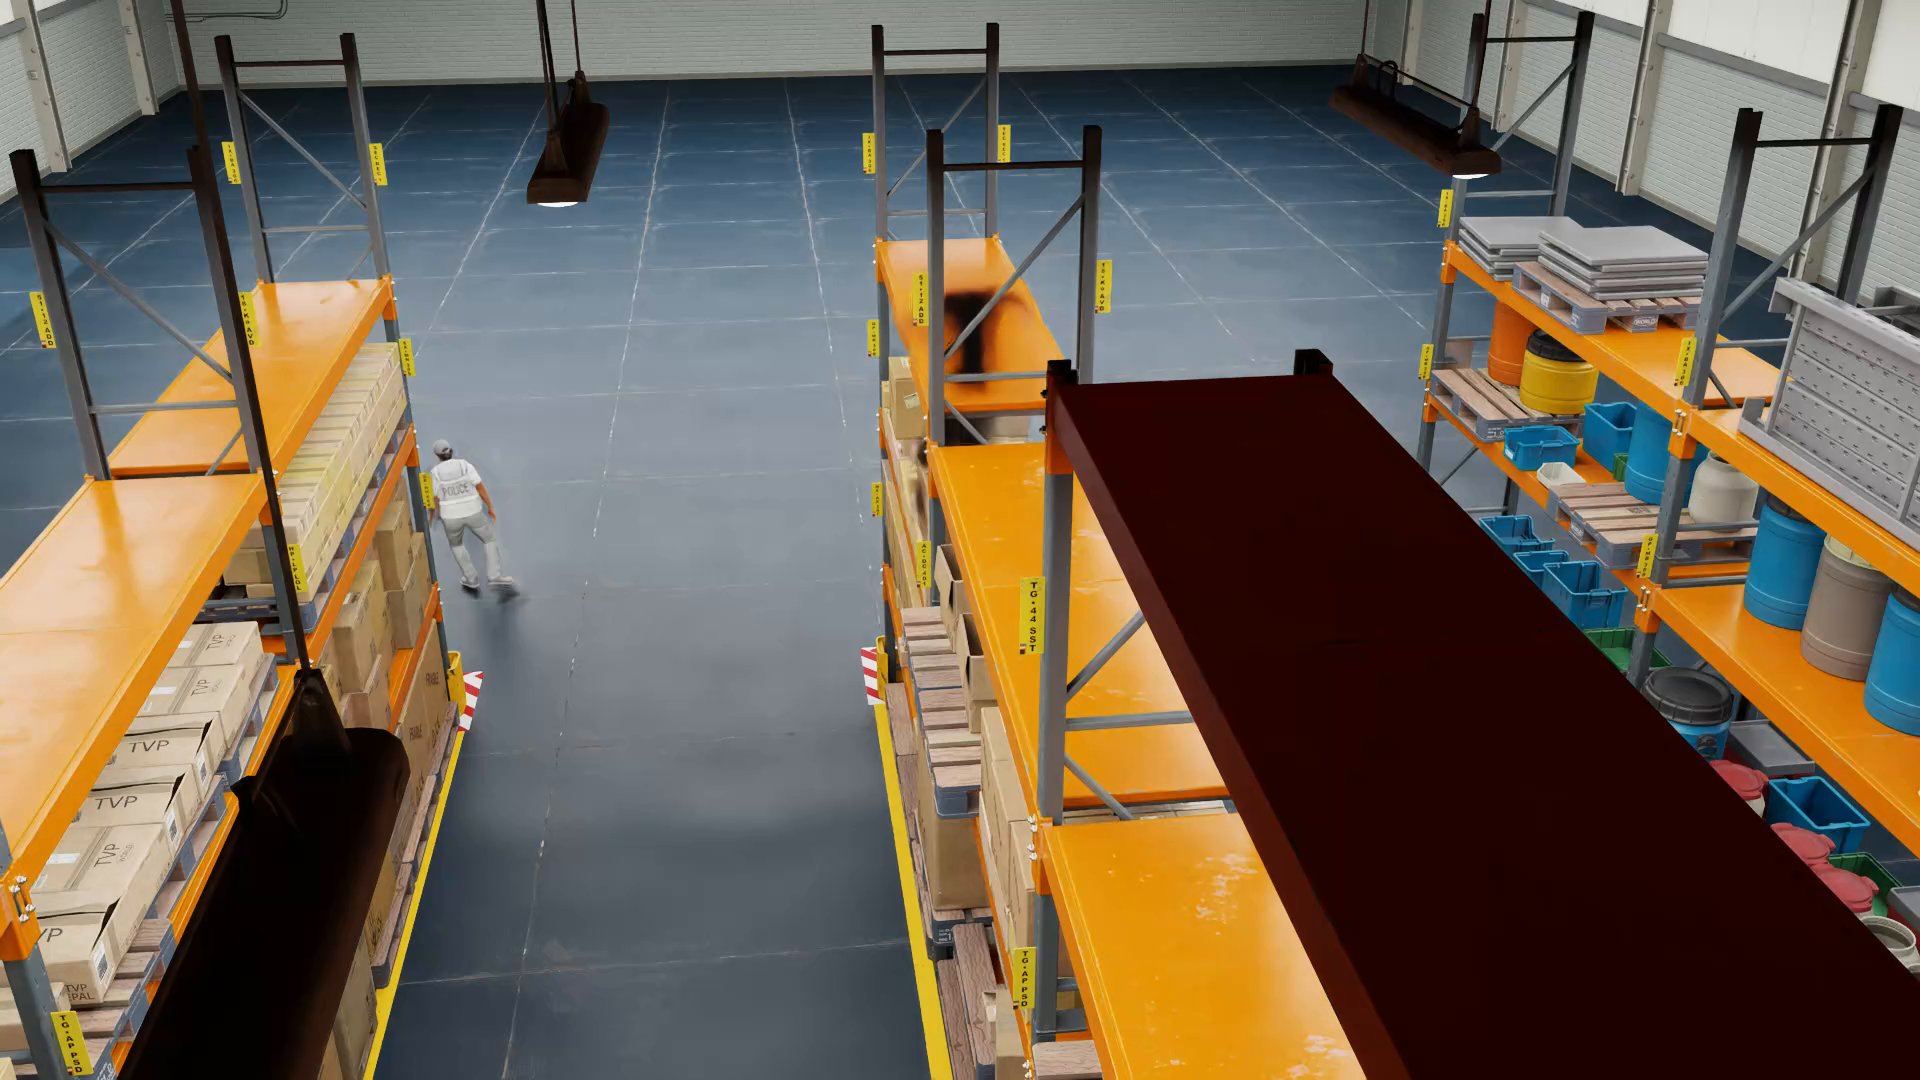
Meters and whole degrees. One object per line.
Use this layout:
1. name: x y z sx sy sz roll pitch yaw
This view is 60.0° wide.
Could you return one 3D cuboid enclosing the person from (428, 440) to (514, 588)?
1. person: -5.110 -0.250 17.192 0.758 1.590 0.675 -9 27 -19
